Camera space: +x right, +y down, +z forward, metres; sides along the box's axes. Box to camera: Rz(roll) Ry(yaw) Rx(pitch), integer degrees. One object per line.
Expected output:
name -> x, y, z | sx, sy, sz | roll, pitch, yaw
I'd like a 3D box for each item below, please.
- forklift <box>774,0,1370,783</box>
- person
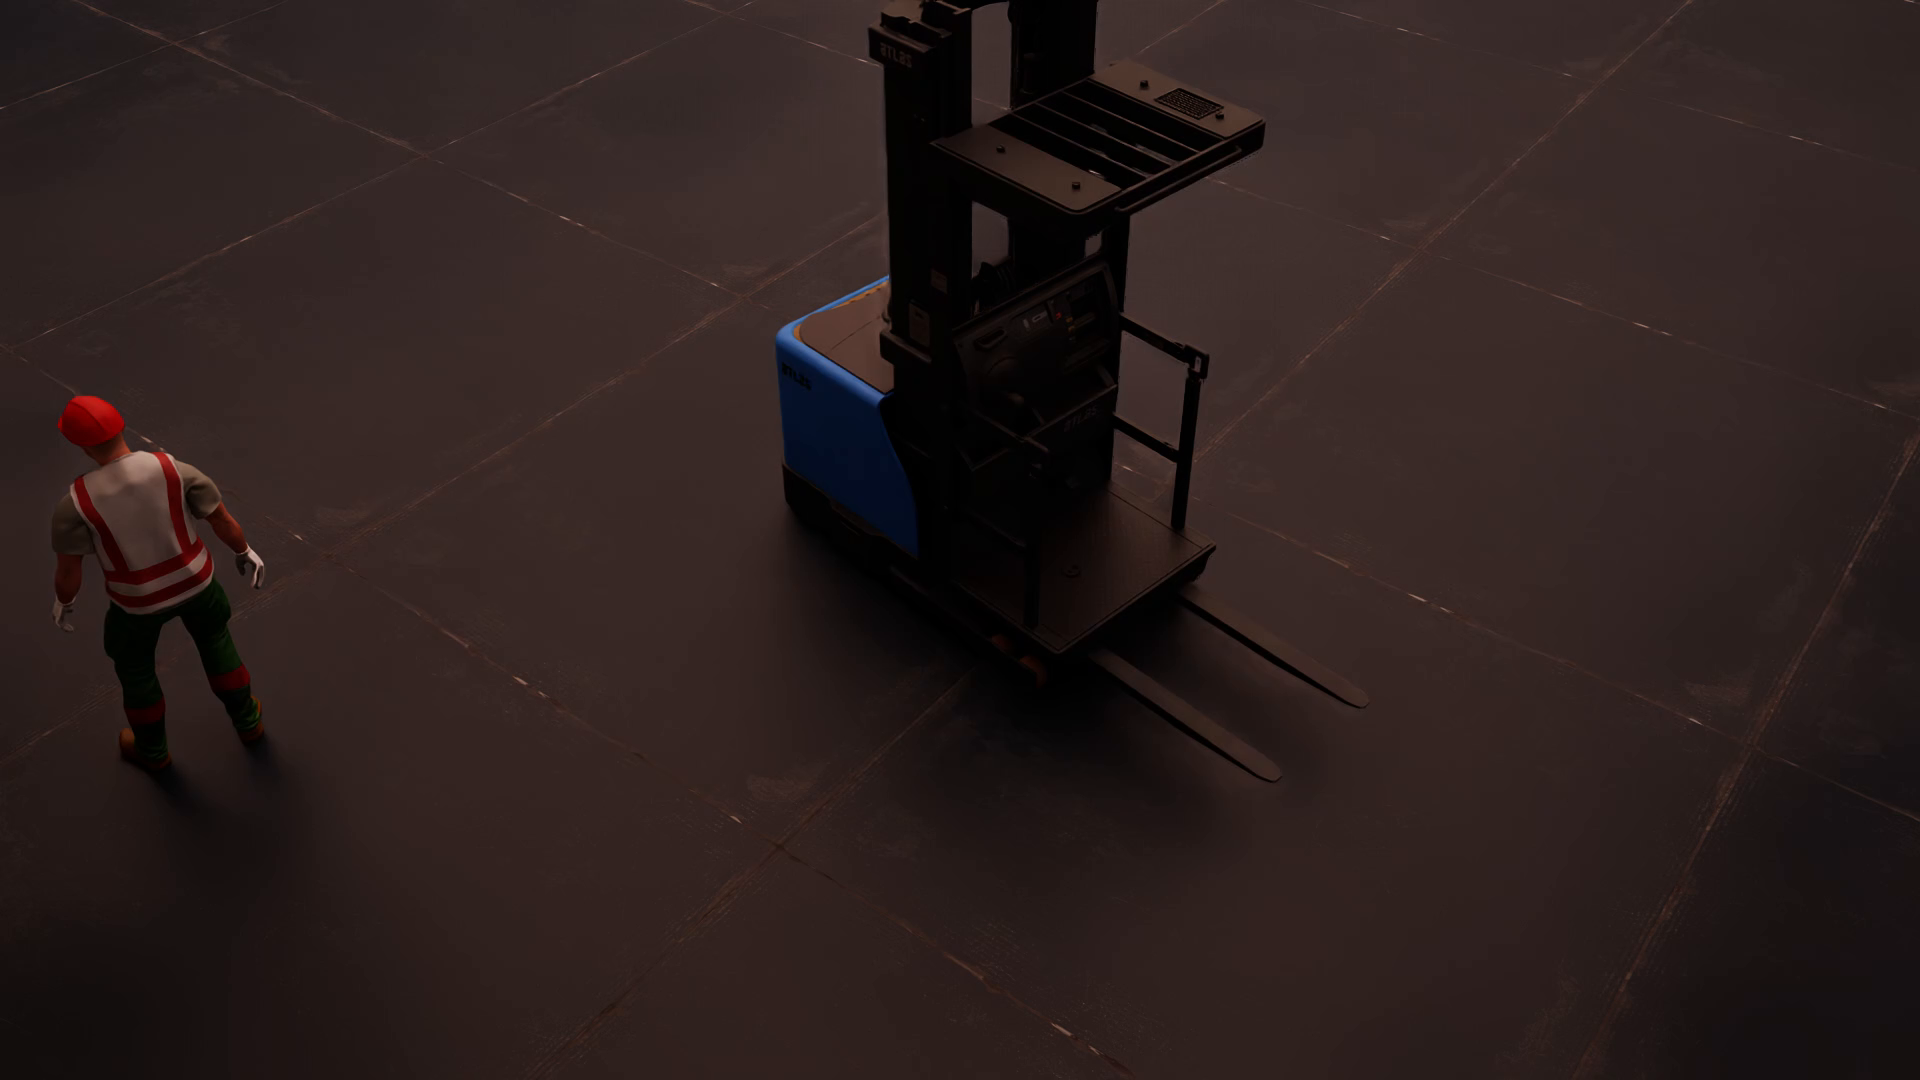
forklift -> 0.486, -0.810, 7.024 | 1.130, 2.935, 3.031 | -32, 50, -32
person -> -3.279, 0.165, 6.785 | 0.794, 1.760, 0.411 | -28, 48, -29
